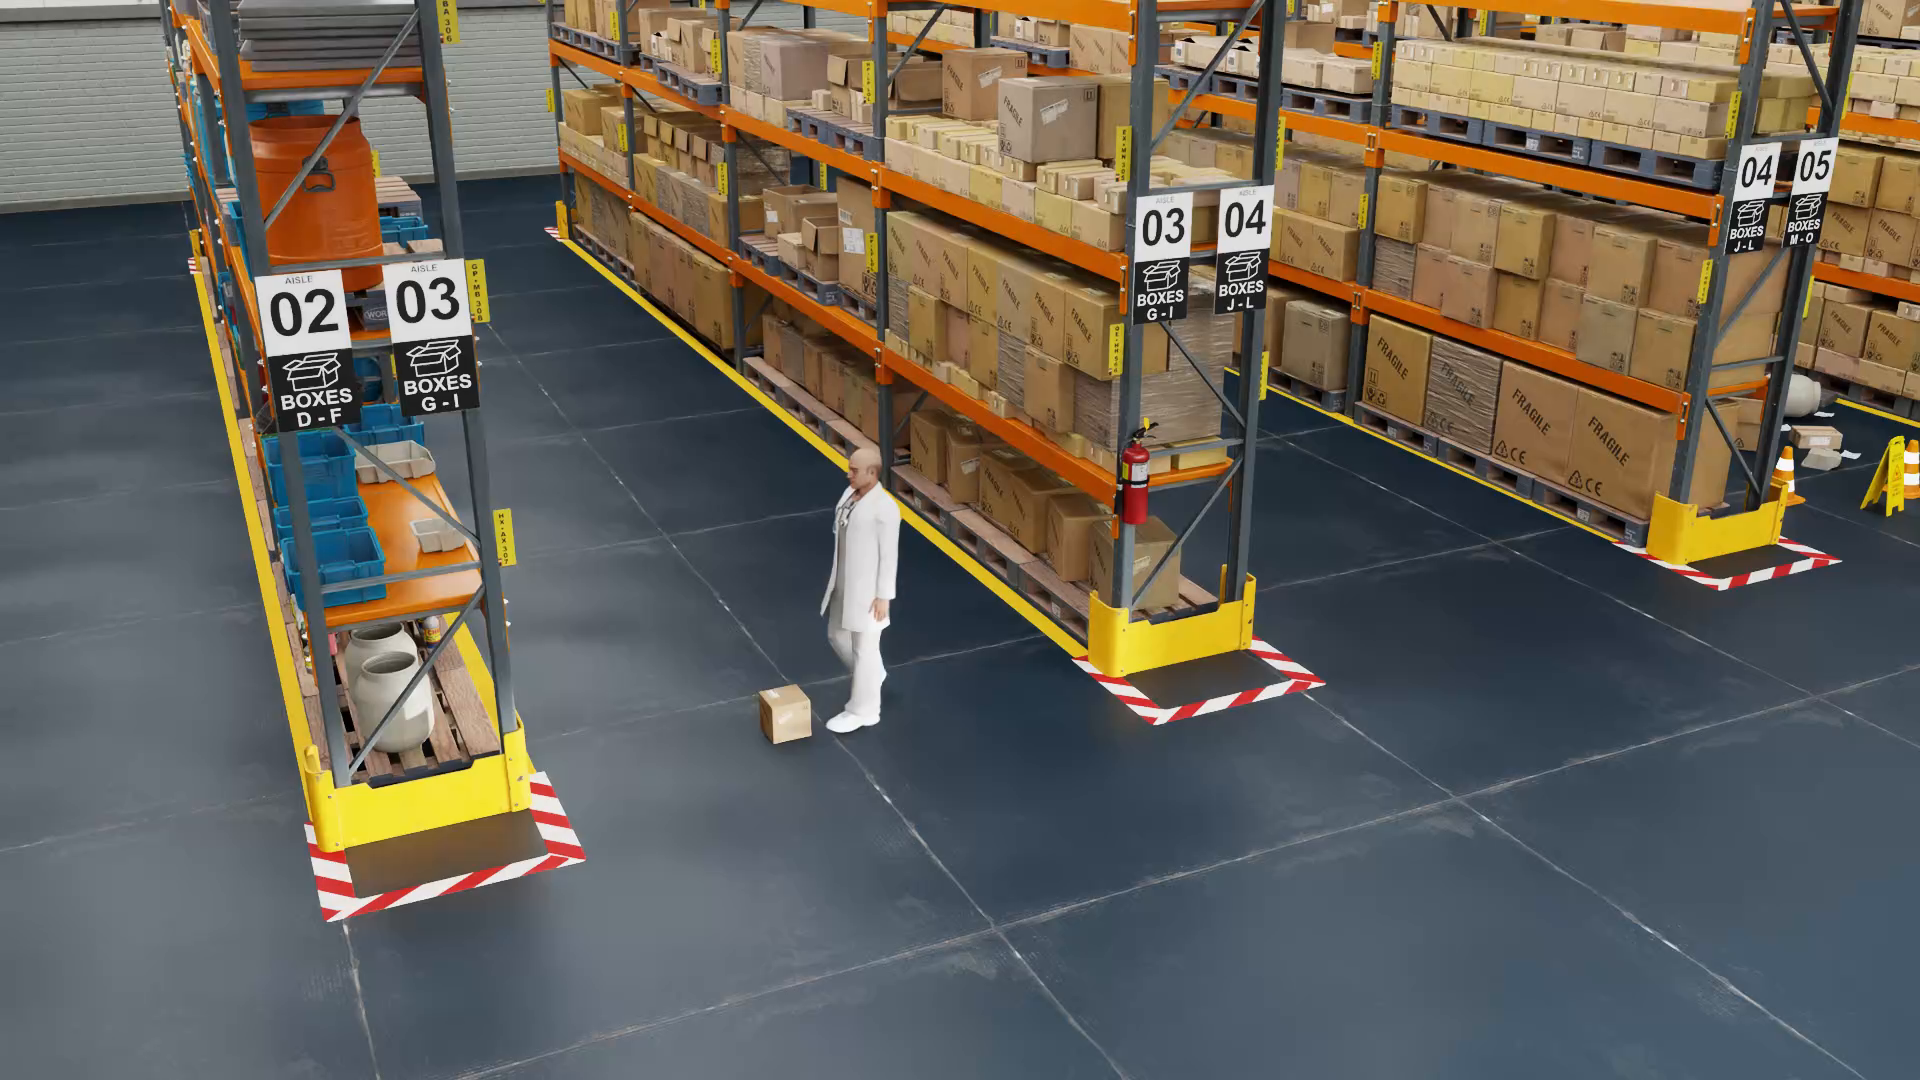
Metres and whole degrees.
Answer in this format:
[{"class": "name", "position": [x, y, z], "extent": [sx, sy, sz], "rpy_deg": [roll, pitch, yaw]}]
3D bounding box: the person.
[{"class": "person", "position": [-0.630, 0.298, 10.311], "extent": [0.623, 1.790, 0.618], "rpy_deg": [-14, 26, -31]}]
